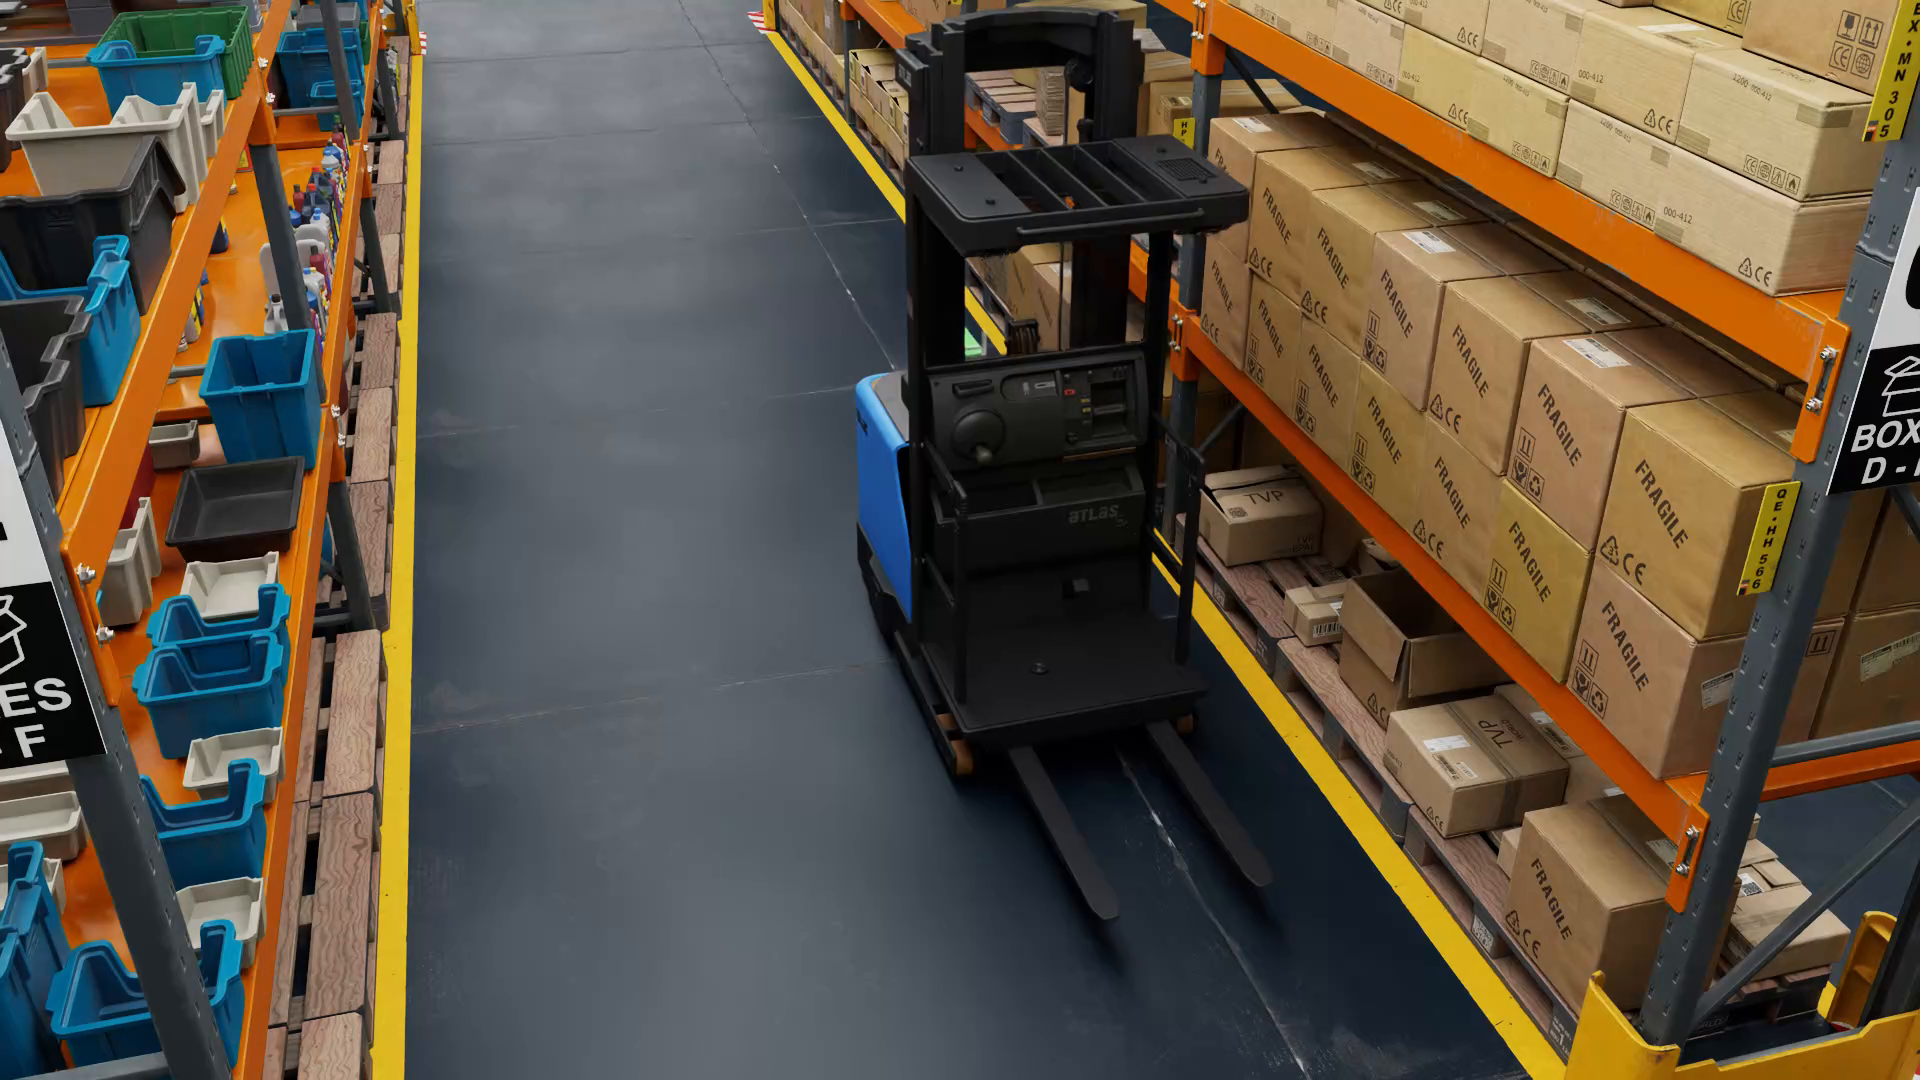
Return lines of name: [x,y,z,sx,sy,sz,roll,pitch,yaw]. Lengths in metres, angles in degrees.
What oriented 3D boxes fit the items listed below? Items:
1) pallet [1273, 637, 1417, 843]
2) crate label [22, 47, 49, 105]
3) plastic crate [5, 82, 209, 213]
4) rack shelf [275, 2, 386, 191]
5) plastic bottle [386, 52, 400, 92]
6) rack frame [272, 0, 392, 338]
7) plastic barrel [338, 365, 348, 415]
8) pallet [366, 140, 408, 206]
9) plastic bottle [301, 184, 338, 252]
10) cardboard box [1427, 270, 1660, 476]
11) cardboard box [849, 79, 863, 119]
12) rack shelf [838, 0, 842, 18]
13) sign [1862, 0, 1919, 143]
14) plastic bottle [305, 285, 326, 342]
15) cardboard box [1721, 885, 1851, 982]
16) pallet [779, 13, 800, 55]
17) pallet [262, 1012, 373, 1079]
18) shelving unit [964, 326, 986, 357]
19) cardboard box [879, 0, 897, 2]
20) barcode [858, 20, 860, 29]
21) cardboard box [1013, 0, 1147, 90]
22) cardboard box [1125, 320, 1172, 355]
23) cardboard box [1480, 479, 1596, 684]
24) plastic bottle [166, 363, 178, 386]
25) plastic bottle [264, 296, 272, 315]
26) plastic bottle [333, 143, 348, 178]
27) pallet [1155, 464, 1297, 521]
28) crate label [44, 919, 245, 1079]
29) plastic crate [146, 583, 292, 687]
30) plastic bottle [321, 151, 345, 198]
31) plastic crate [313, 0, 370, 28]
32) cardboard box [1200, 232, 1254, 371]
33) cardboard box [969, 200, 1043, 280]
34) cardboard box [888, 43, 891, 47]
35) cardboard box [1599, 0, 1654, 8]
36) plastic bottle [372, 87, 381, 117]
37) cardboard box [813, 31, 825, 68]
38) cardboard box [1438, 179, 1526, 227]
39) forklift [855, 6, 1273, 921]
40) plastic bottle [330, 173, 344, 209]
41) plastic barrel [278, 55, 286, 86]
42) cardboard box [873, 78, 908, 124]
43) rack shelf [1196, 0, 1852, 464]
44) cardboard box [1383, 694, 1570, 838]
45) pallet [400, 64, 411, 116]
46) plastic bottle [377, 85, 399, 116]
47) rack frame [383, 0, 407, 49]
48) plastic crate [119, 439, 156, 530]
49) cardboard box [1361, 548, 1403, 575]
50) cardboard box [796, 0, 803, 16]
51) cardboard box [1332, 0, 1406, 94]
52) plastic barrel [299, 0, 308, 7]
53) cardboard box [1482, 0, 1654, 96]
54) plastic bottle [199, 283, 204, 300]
pallet: [2.071,0.770,7.209,1.003,0.211,1.213,-8,31,-13]
crate label: [-3.363,-1.612,5.809,0.293,0.136,0.466,-8,31,-13]
plastic crate: [-2.443,-1.129,4.830,0.437,0.282,0.530,-8,31,-13]
rack shelf: [-4.807,-3.289,12.156,1.077,0.370,4.000,-8,31,-13]
plastic bottle: [-5.315,-4.352,15.479,0.144,0.351,0.185,-8,31,-14]
rack frame: [-4.276,-2.634,10.307,1.000,3.000,0.127,-8,31,-13]
plastic barrel: [-3.830,-0.993,9.459,0.600,0.588,0.708,-8,31,-13]
pallet: [-5.092,-2.985,13.697,1.003,0.211,1.213,-8,31,-13]
plastic bottle: [-3.367,-1.686,8.718,0.144,0.351,0.185,-8,31,-13]
cardboard box: [1.964,-0.575,5.652,0.500,0.500,0.500,-7,31,-12]
cardboard box: [-0.693,-3.987,14.969,0.500,0.250,0.500,-9,31,-14]
rack shelf: [-1.092,-5.877,16.628,1.077,0.370,4.000,-8,31,-13]
sign: [2.084,-1.044,3.682,0.100,0.325,0.005,-8,31,-13]
plastic bottle: [-3.010,-1.045,7.690,0.097,0.271,0.097,0,30,0]
cardboard box: [2.844,1.368,5.798,0.380,0.149,0.250,-8,31,-13]
pallet: [-1.379,-5.584,18.187,1.003,0.211,1.213,-8,31,-13]
pallet: [-2.334,2.033,5.027,1.003,0.211,1.213,-8,31,-13]
shelving unit: [-0.059,-0.602,8.592,0.258,1.200,0.503,-9,31,-14]
cardboard box: [-0.523,-4.659,14.056,0.380,0.149,0.250,-8,31,-13]
barcode: [-0.895,-4.568,14.746,0.001,0.075,0.075,-8,31,-13]
cardboard box: [0.777,-3.227,10.812,0.700,0.500,0.500,-19,35,-30]
cardboard box: [1.032,-0.908,9.380,0.500,0.500,0.500,-8,31,-13]
cardboard box: [2.102,0.099,5.484,0.500,0.500,0.500,-8,31,-13]
plastic bottle: [-3.515,-0.789,7.317,0.097,0.201,0.097,0,30,0]
plastic bottle: [-3.182,-1.042,7.754,0.097,0.201,0.097,0,30,0]
plastic bottle: [-3.683,-2.240,9.824,0.097,0.201,0.097,0,30,0]
pallet: [1.310,-0.540,9.472,1.003,0.211,1.213,-8,31,-13]
crate label: [-1.901,1.113,3.940,0.416,0.233,0.303,-8,31,-13]
plastic crate: [-2.330,0.332,5.289,0.416,0.233,0.300,-8,31,-13]
plastic bottle: [-3.580,-2.082,9.481,0.097,0.271,0.097,0,30,0]
plastic crate: [-4.745,-4.068,12.799,0.392,0.384,0.575,-8,31,-13]
cardboard box: [1.435,-1.120,7.591,0.500,0.500,0.500,-7,31,-12]
cardboard box: [0.346,-2.142,11.512,0.500,0.500,0.500,-7,31,-11]
cardboard box: [-0.382,-4.805,15.634,0.500,0.500,0.500,-8,31,-13]
cardboard box: [2.185,-1.927,4.993,0.700,0.500,0.500,-8,31,-13]
plastic bottle: [-5.214,-3.931,14.820,0.061,0.283,0.133,-8,31,-13]
cardboard box: [-1.165,-4.892,16.533,0.500,0.250,0.500,-8,31,-13]
cardboard box: [2.218,-1.135,6.618,0.500,0.500,0.500,-8,31,-13]
forklift: [0.397,-0.489,6.669,1.130,2.935,3.031,-9,31,-14]
plastic bottle: [-3.528,-1.958,9.336,0.097,0.201,0.097,0,30,0]
plastic barrel: [-4.867,-3.354,11.439,0.421,0.512,0.421,0,30,0]
cardboard box: [-0.425,-3.732,13.970,0.500,0.311,0.500,-9,31,-15]
rack shelf: [2.093,-1.380,5.864,1.077,0.370,4.000,-8,31,-13]
cardboard box: [2.019,0.880,6.541,0.500,0.250,0.500,-8,31,-13]
pallet: [-5.803,-4.279,15.933,1.003,0.211,1.213,-8,31,-13]
plastic bottle: [-5.112,-3.942,14.847,0.152,0.276,0.135,-7,31,-11]
rack frame: [-6.399,-6.498,16.982,1.000,3.000,0.127,-8,31,-13]
plastic crate: [-3.219,-0.291,6.135,0.402,0.464,0.583,-8,31,-13]
cardboard box: [2.186,0.214,7.631,0.500,0.311,0.500,-8,31,-13]
cardboard box: [-1.415,-5.701,17.183,0.500,0.500,0.500,-8,31,-13]
cardboard box: [1.713,-1.841,6.092,0.500,0.250,0.500,-8,31,-13]
plastic barrel: [-5.527,-4.556,13.127,0.600,0.901,0.708,-8,31,-13]
cardboard box: [1.980,-1.574,5.132,0.500,0.250,0.500,-8,31,-13]
plastic bottle: [-3.782,-1.305,8.138,0.097,0.271,0.097,0,30,0]
